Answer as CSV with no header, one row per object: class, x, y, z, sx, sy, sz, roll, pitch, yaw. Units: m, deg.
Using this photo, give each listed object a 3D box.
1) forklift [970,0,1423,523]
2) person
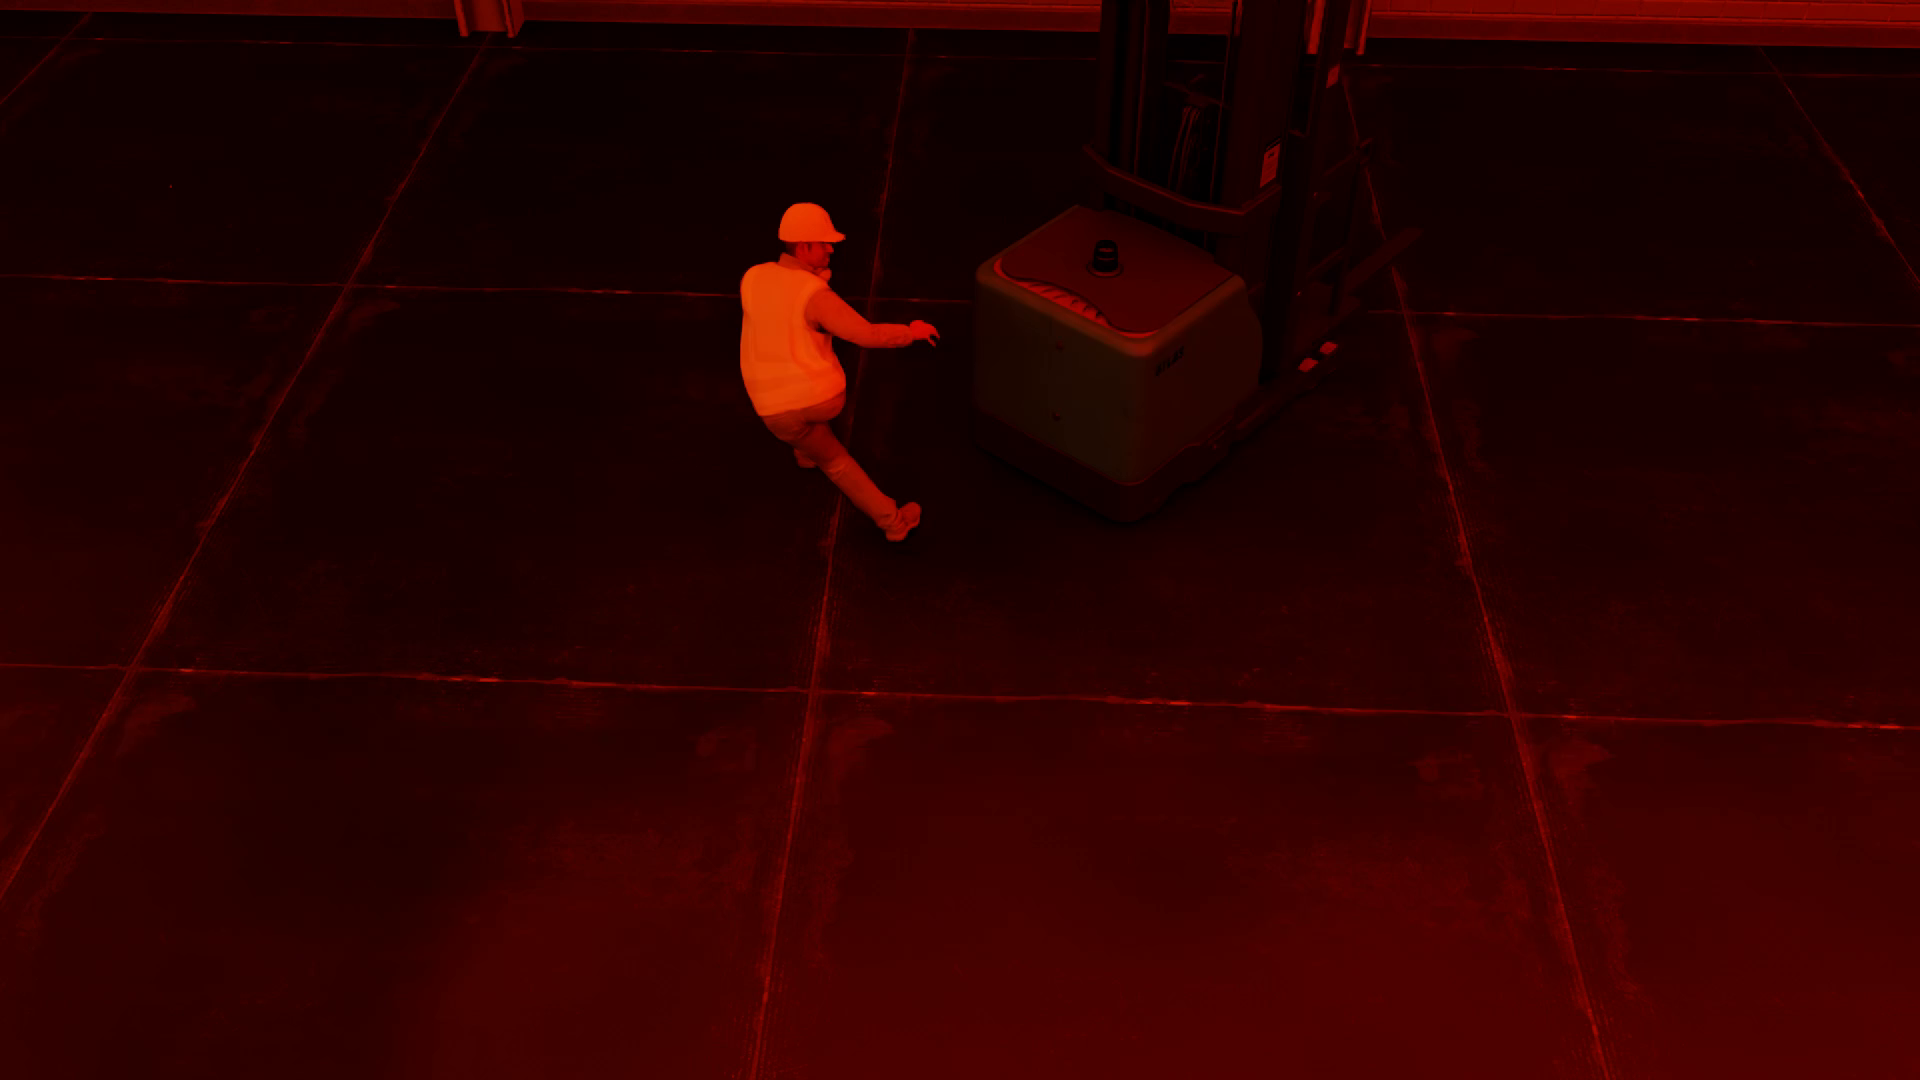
forklift,1.404,-2.081,8.021,1.130,2.935,3.031,31,51,29
person,-0.554,-0.842,7.710,0.943,1.539,1.003,3,42,3
